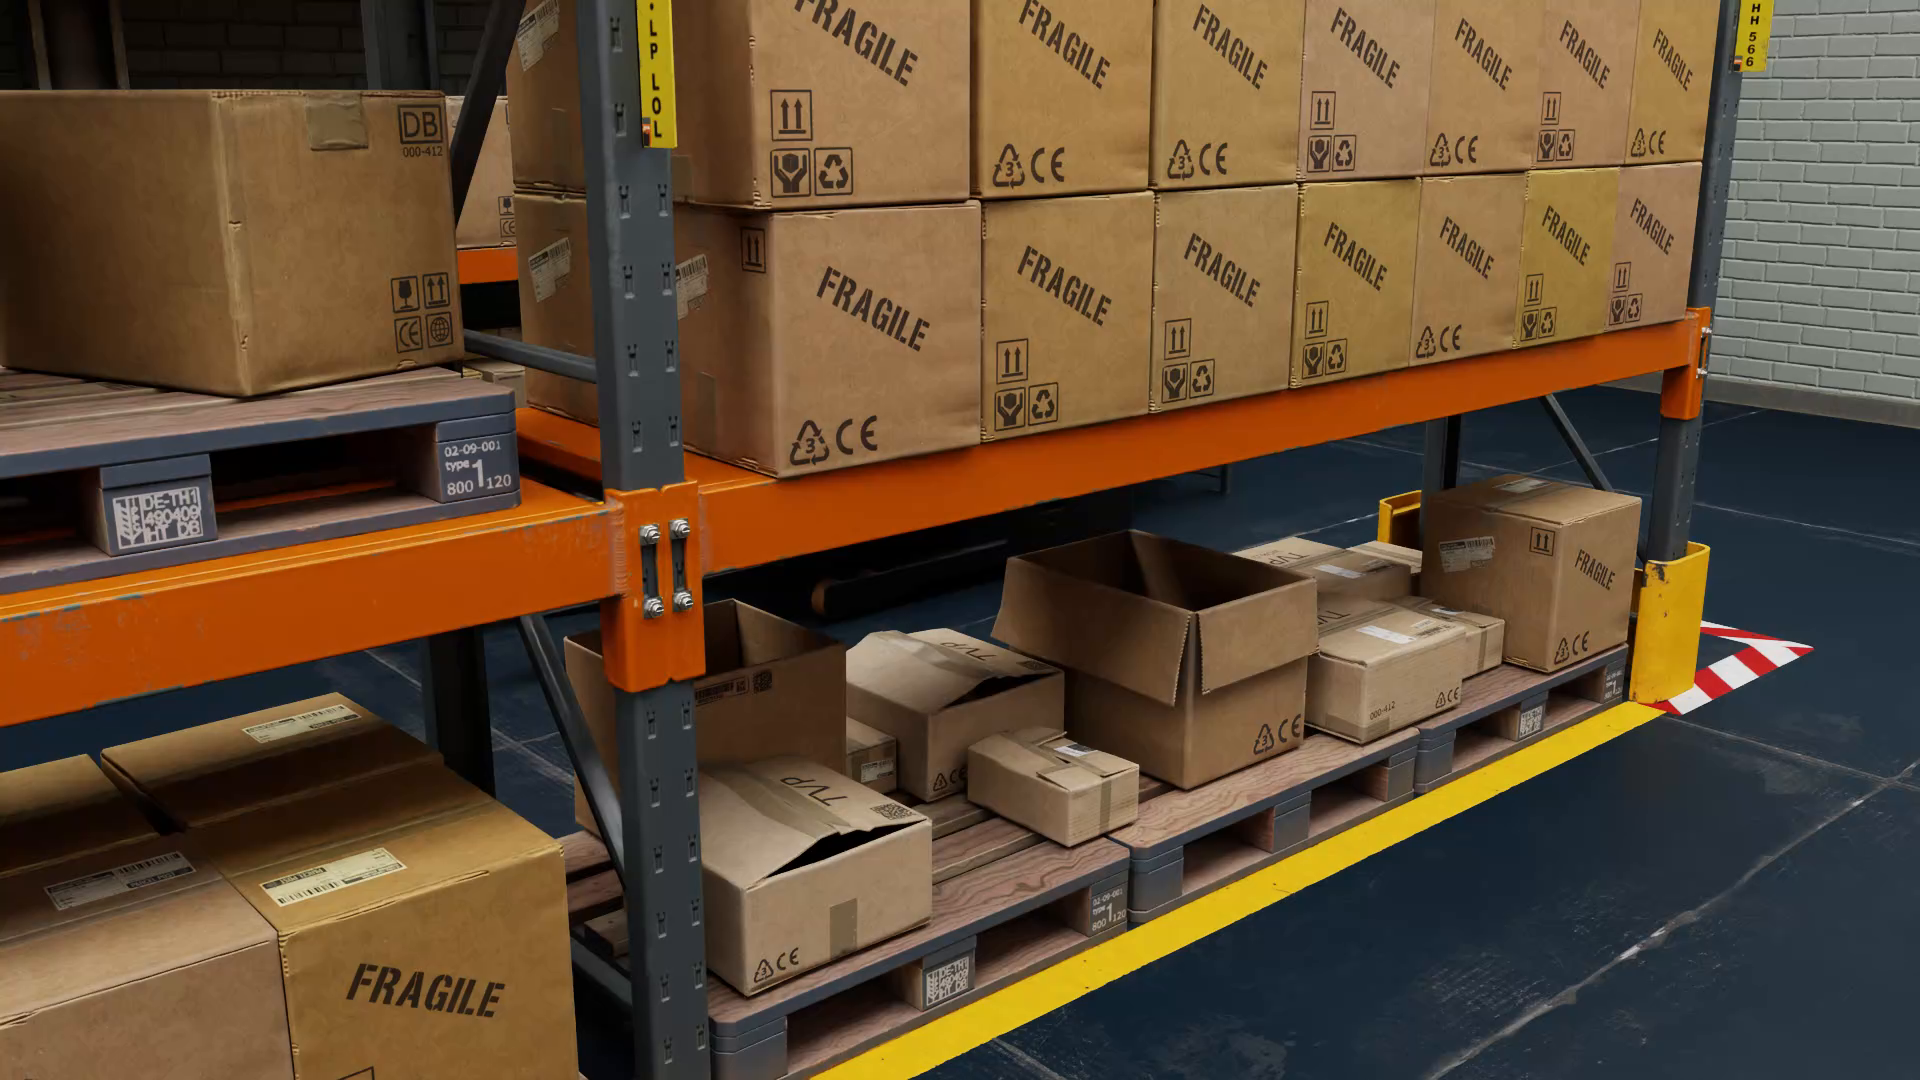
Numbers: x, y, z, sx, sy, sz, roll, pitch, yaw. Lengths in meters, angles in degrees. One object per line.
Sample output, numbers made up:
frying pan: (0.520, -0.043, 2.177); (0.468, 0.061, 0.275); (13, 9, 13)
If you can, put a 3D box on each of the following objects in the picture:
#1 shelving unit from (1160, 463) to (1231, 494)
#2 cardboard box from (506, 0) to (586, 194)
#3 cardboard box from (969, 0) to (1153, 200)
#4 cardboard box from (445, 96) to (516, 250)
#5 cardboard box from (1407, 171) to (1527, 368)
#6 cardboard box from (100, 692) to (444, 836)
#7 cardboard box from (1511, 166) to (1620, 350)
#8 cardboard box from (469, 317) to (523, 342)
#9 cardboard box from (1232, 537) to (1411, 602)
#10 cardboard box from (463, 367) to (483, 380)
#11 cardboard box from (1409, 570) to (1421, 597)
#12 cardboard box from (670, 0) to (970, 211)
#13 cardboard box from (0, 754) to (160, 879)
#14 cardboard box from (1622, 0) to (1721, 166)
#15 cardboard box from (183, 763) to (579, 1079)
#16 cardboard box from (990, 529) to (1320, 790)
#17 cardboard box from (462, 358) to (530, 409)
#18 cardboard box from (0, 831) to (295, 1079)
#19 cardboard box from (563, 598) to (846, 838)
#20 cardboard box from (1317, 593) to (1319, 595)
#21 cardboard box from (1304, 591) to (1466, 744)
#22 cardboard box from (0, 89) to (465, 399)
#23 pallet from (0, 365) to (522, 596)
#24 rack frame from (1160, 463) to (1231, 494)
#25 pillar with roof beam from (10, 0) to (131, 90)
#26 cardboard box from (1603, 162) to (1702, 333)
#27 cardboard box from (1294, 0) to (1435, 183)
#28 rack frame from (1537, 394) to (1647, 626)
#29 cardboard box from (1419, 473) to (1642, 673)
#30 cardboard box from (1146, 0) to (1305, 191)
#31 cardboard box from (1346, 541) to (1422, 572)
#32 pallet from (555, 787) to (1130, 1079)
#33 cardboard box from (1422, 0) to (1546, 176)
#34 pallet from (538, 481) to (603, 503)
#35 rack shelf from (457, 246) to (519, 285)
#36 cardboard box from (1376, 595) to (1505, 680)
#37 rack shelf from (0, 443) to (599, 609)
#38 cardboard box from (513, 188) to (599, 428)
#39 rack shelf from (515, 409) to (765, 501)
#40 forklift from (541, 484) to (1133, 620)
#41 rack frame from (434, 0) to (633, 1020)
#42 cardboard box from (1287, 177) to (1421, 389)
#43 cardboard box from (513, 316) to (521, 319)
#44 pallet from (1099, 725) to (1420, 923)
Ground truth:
shelving unit: (0.853, -0.745, 8.358); (1.048, 1.125, 0.538); (-13, 20, -40)
cardboard box: (-0.657, -1.029, 3.659); (0.500, 0.500, 0.500); (-13, 19, -39)
cardboard box: (0.060, -1.006, 3.571); (0.500, 0.500, 0.500); (-13, 20, -41)
cardboard box: (-2.607, -1.807, 8.121); (0.700, 0.700, 0.980); (-14, 20, -42)
cardboard box: (1.221, -0.787, 4.689); (0.500, 0.500, 0.500); (-12, 19, -39)
cardboard box: (-1.394, 0.668, 3.429); (0.500, 0.500, 0.500); (-14, 20, -42)
cardboard box: (1.601, -0.870, 5.002); (0.500, 0.500, 0.500); (-12, 19, -39)
cardboard box: (-2.367, -1.062, 8.688); (0.250, 0.149, 0.380); (-12, 19, -39)
cardboard box: (1.175, 0.198, 5.672); (0.500, 0.250, 0.500); (-13, 19, -39)
cardboard box: (-2.722, -0.598, 8.208); (0.500, 0.500, 0.700); (-12, 19, -38)
cardboard box: (1.419, 0.163, 5.964); (0.250, 0.166, 0.380); (-13, 19, -39)
cardboard box: (-0.329, -0.918, 3.244); (0.500, 0.500, 0.500); (-12, 19, -38)
cardboard box: (-1.789, 0.760, 3.082); (0.500, 0.500, 0.500); (-12, 19, -39)
cardboard box: (1.994, -1.442, 5.204); (0.500, 0.500, 0.500); (-13, 20, -40)
cardboard box: (-1.053, 0.773, 3.036); (0.500, 0.500, 0.500); (-13, 20, -40)
cardboard box: (0.545, 0.312, 4.753); (0.637, 0.503, 0.797); (-13, 19, -39)
cardboard box: (-2.325, -0.690, 8.551); (0.500, 0.500, 0.700); (-13, 20, -41)
cardboard box: (-1.431, 0.855, 2.729); (0.500, 0.500, 0.500); (-13, 19, -39)
cardboard box: (-0.625, 0.482, 4.126); (0.500, 0.500, 0.500); (-13, 19, -39)
cardboard box: (0.798, 0.283, 5.355); (0.500, 0.250, 0.500); (-13, 19, -39)
cardboard box: (1.164, 0.372, 5.022); (0.500, 0.250, 0.500); (-13, 19, -39)
cardboard box: (-1.373, -0.576, 3.087); (0.700, 0.500, 0.500); (8, 17, 28)
pallet: (-1.543, -0.155, 2.890); (1.213, 0.211, 1.003); (-13, 19, -39)
rack frame: (1.229, -0.833, 8.688); (0.032, 1.125, 0.500); (-13, 20, -40)
pillar with roof beam: (-1.337, -3.673, 4.063); (0.400, 9.000, 9.100); (-13, 19, -39)
cardboard box: (1.990, -0.959, 5.333); (0.500, 0.500, 0.500); (-12, 19, -38)
cardboard box: (0.837, -1.180, 4.225); (0.500, 0.500, 0.500); (-12, 19, -38)
rack frame: (2.147, -1.040, 5.831); (0.053, 2.616, 0.949); (-13, 19, -39)
cardboard box: (1.900, 0.096, 5.570); (0.500, 0.500, 0.500); (-13, 19, -39)
cardboard box: (0.448, -1.093, 3.897); (0.500, 0.500, 0.500); (-13, 20, -41)
cardboard box: (1.607, 0.129, 6.125); (0.250, 0.149, 0.380); (-13, 19, -39)
pallet: (-0.350, 0.869, 4.087); (1.213, 0.211, 1.003); (-13, 19, -39)
cardboard box: (1.225, -1.267, 4.551); (0.500, 0.500, 0.500); (-12, 19, -38)
pallet: (-2.578, -0.300, 8.463); (1.213, 0.211, 1.003); (-13, 19, -39)
rack shelf: (-2.615, -1.317, 8.261); (4.000, 0.370, 1.077); (-13, 19, -39)
cardboard box: (1.536, 0.308, 5.422); (0.250, 0.166, 0.380); (-13, 19, -39)
rack shelf: (-2.377, 0.196, 2.082); (3.809, 0.052, 0.919); (-13, 19, -39)
cardboard box: (-0.660, -0.545, 3.783); (0.500, 0.500, 0.500); (-12, 19, -38)
rack shelf: (0.640, -0.447, 4.628); (3.809, 0.124, 0.919); (-13, 19, -39)
forklift: (-0.630, -1.250, 6.752); (3.031, 2.935, 1.130); (-13, 20, -40)
rack frame: (-0.871, -0.362, 3.294); (0.053, 2.616, 0.949); (-13, 19, -39)
cardboard box: (0.840, -0.702, 4.370); (0.500, 0.500, 0.500); (-13, 20, -40)
cardboard box: (-2.176, -1.106, 8.849); (0.250, 0.149, 0.380); (-12, 19, -39)
pallet: (0.571, 0.662, 4.864); (1.213, 0.211, 1.003); (-13, 19, -39)
